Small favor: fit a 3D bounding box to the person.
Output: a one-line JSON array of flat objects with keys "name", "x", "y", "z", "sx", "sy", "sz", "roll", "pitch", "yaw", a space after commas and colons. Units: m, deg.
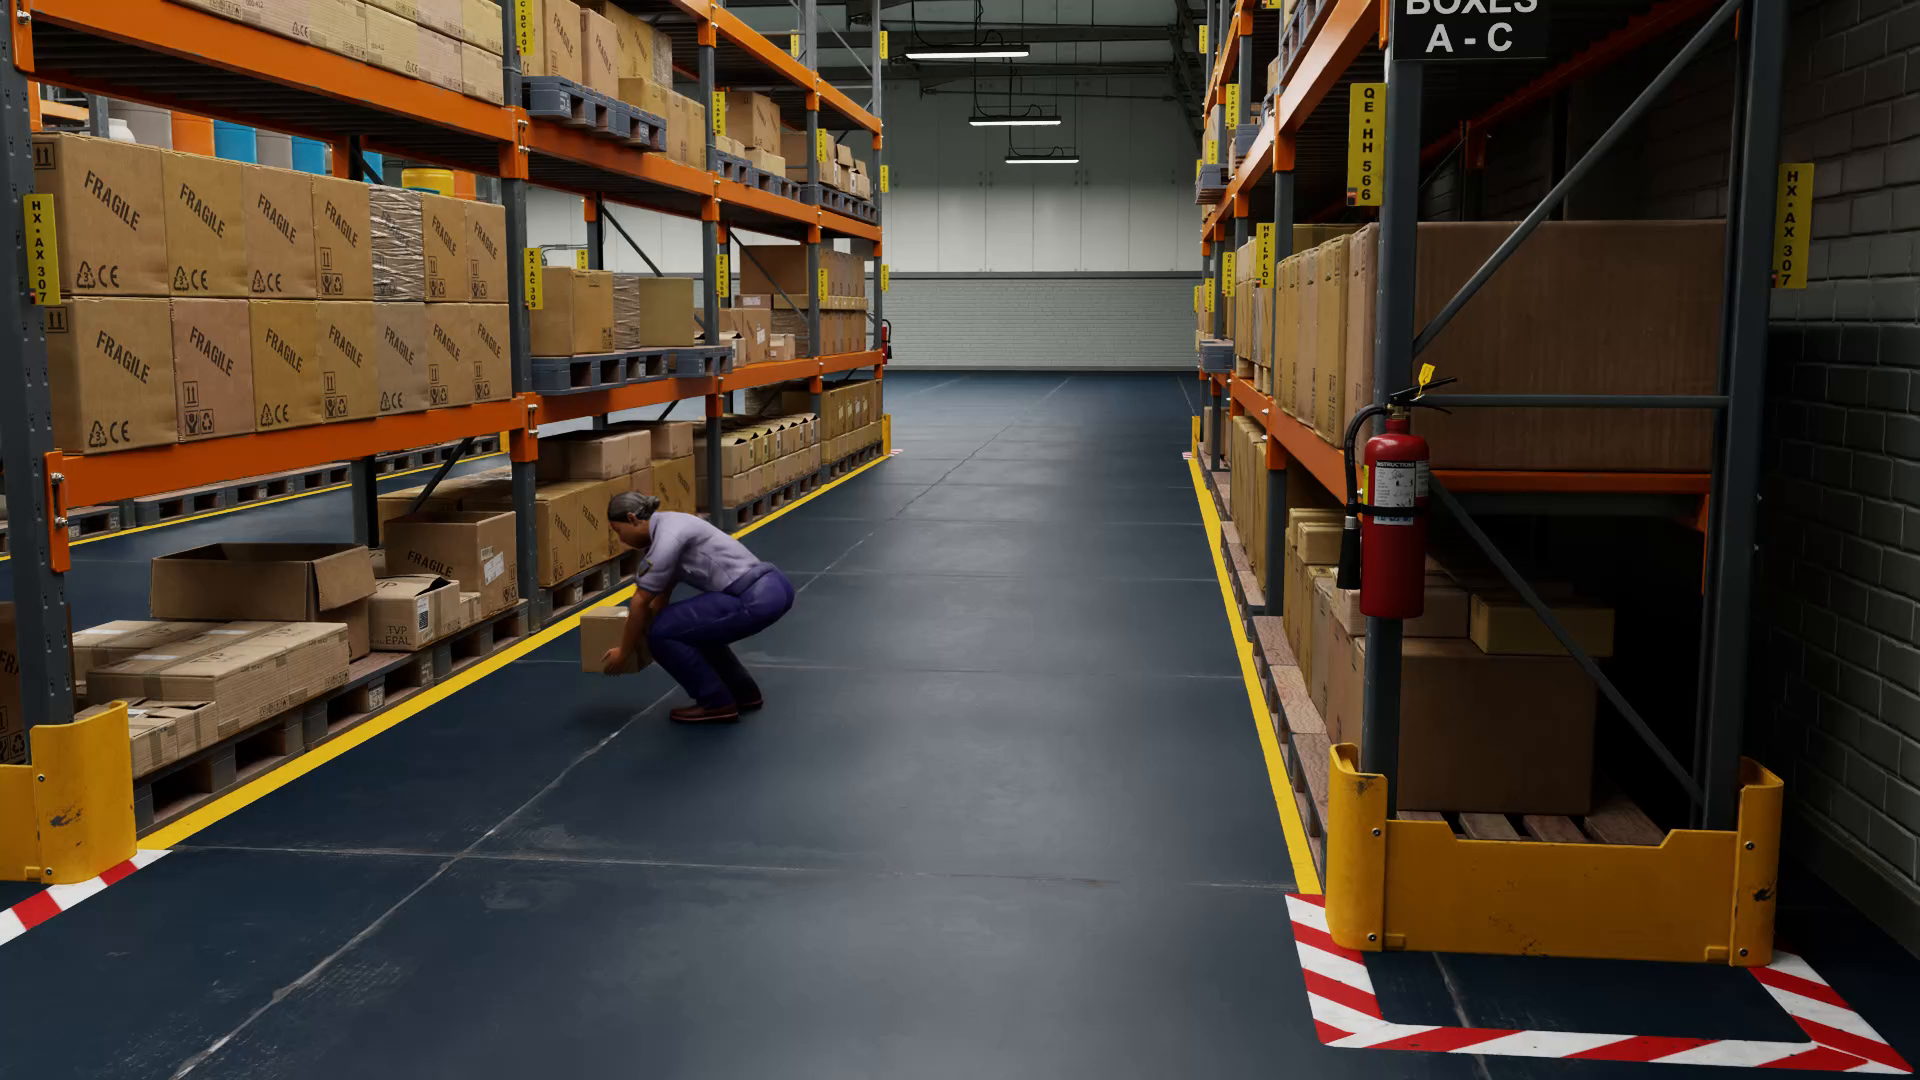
[{"name": "person", "x": -1.143, "y": 0.293, "z": 7.249, "sx": 0.810, "sy": 0.968, "sz": 0.529, "roll": 1, "pitch": 8, "yaw": 6}]
